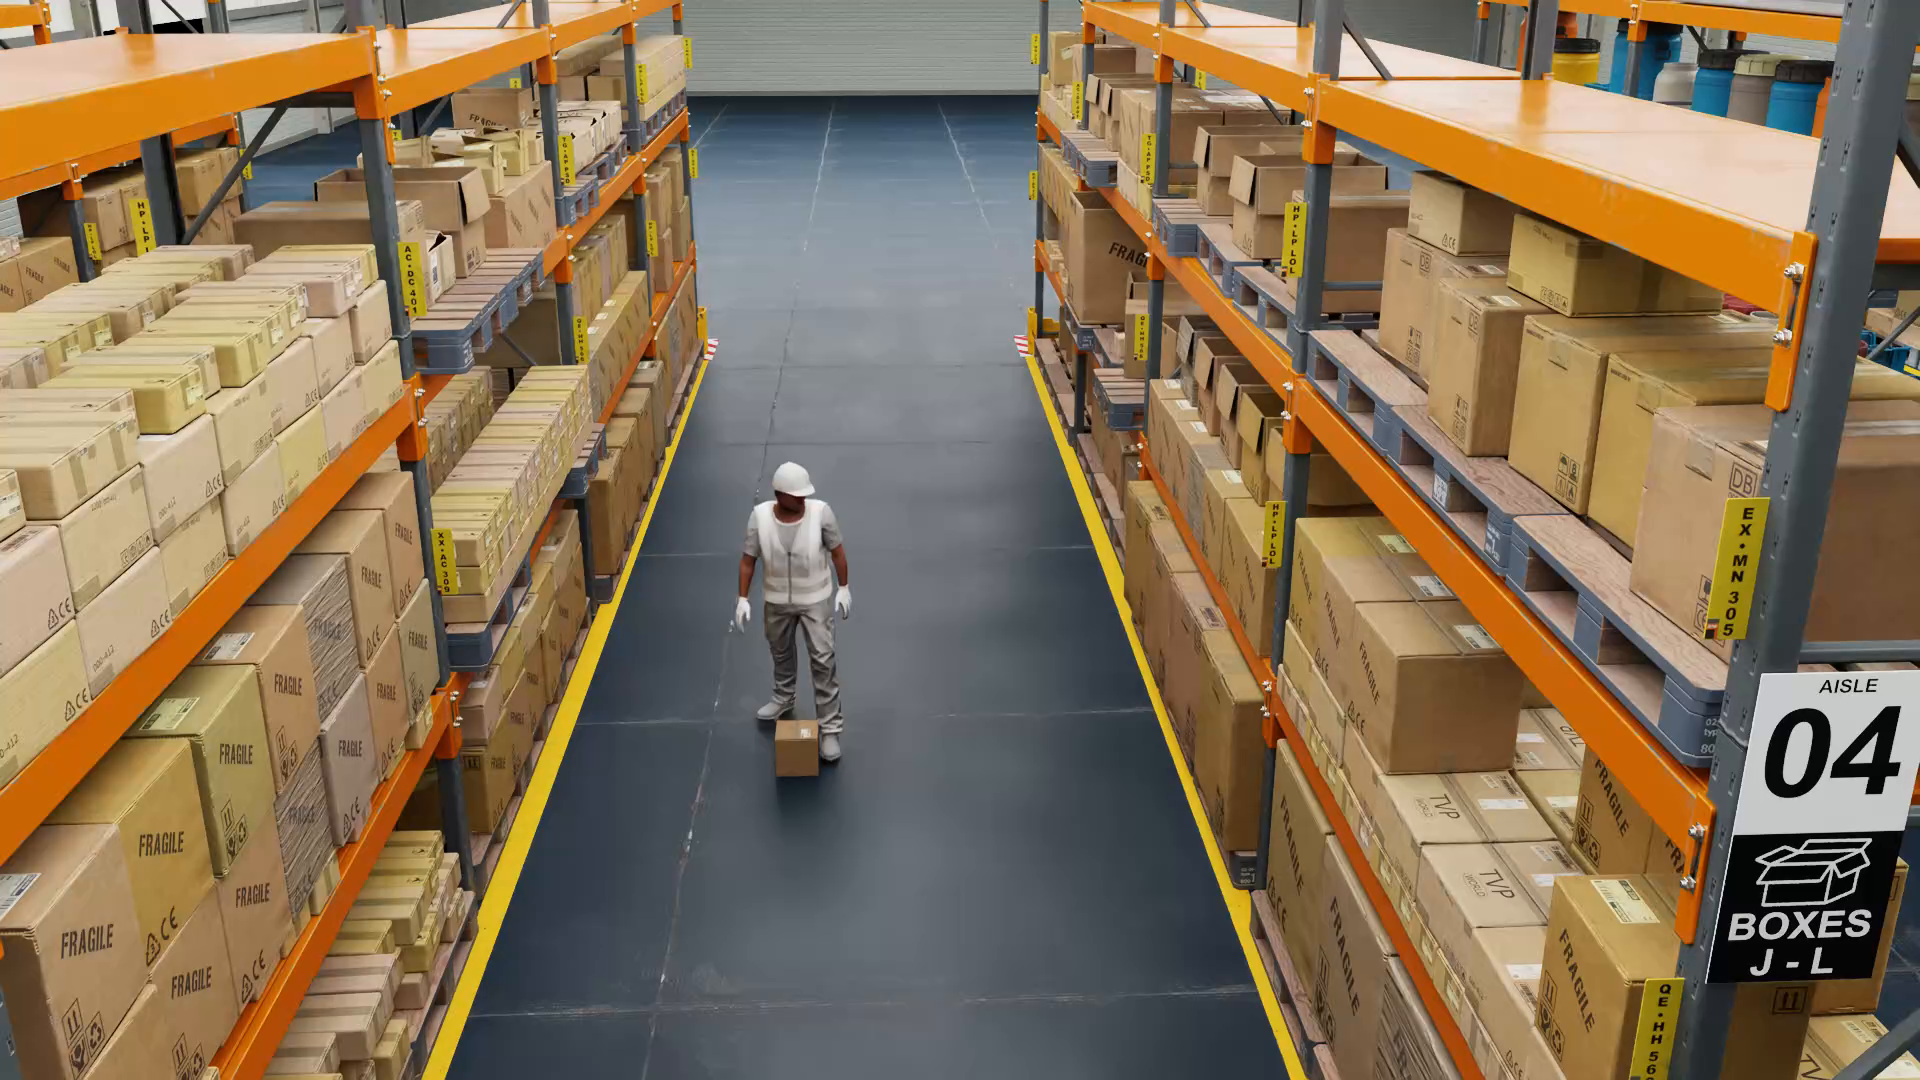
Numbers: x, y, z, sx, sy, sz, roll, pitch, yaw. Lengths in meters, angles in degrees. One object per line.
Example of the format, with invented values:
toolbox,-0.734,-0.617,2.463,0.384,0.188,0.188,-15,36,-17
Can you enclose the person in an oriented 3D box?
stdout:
person,-0.998,0.375,9.998,0.672,1.753,0.759,3,20,9
